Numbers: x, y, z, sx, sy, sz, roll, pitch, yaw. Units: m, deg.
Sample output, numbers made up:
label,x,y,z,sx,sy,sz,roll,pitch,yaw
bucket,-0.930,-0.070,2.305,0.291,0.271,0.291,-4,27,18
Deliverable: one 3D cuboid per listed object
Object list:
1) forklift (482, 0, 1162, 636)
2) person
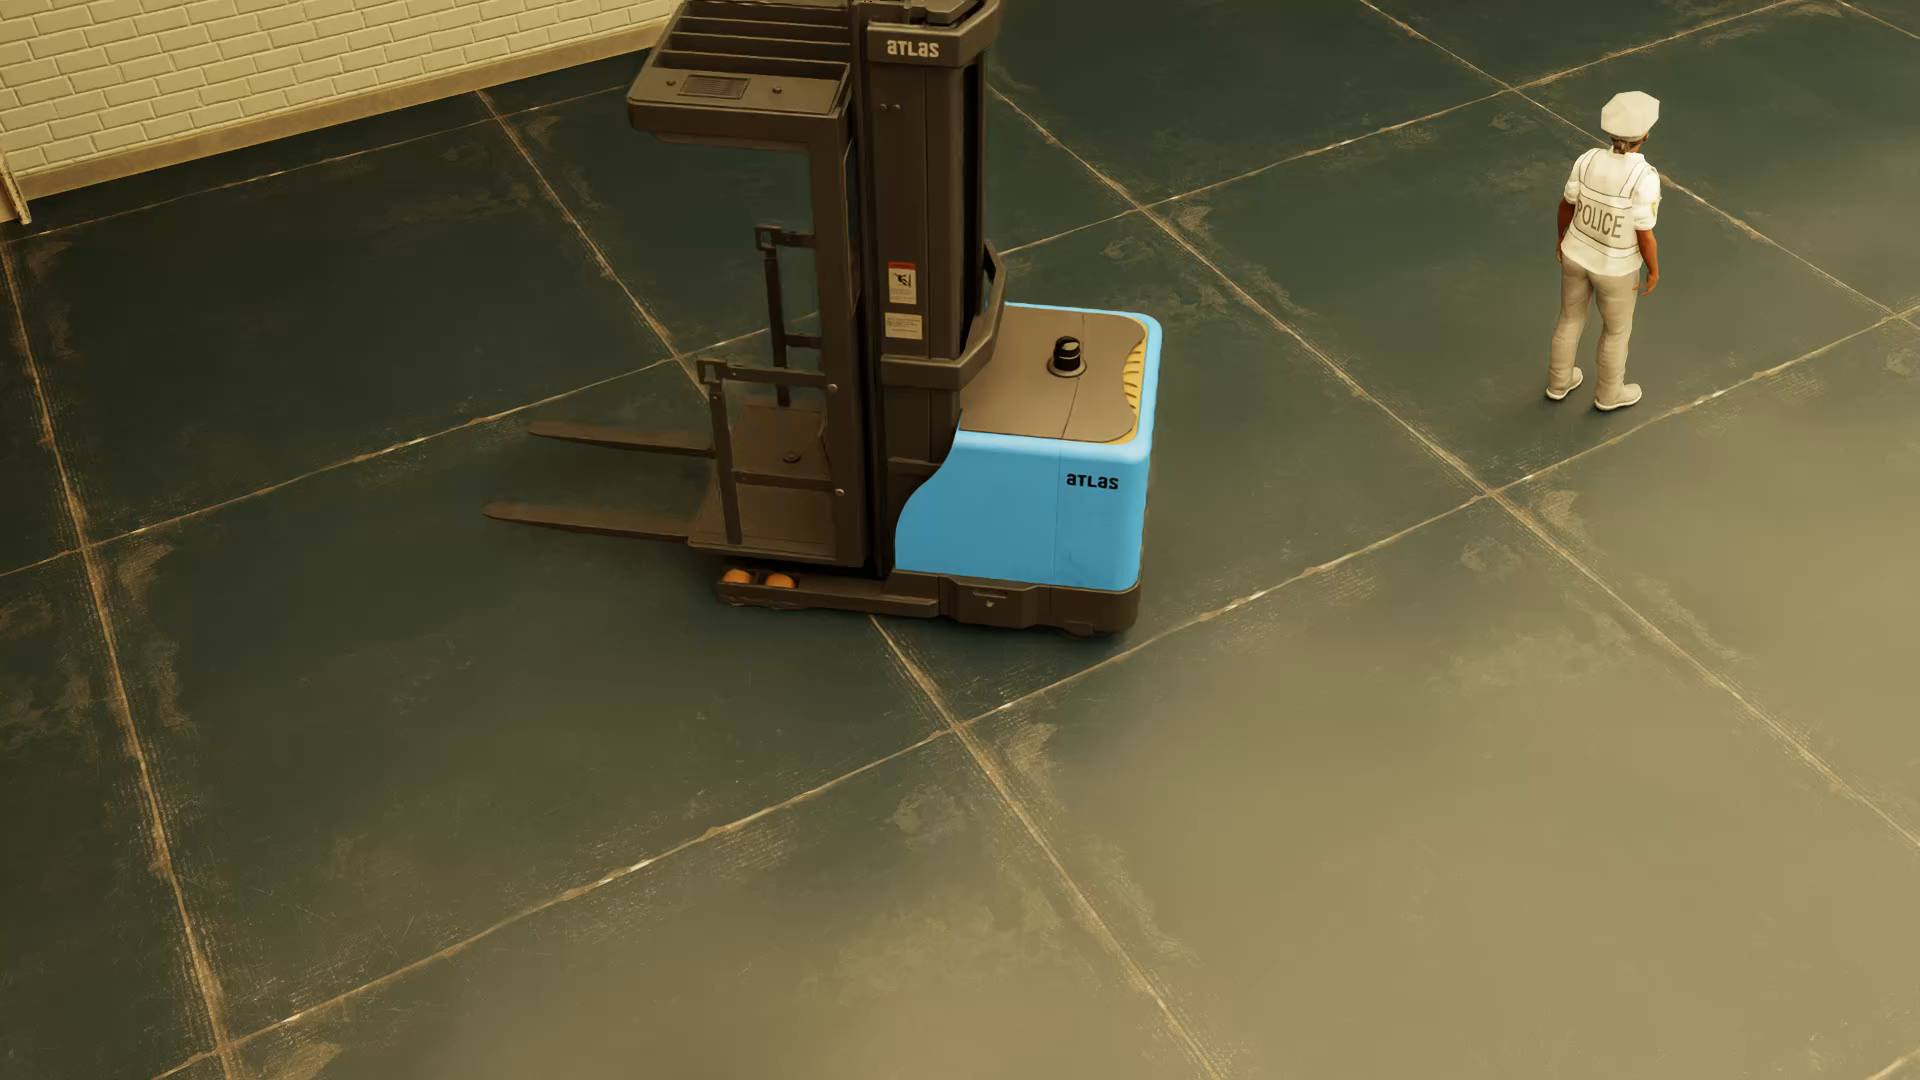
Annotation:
label,x,y,z,sx,sy,sz,roll,pitch,yaw
forklift,-0.657,-1.108,6.893,3.031,2.935,1.130,6,43,6
person,3.179,-1.394,8.099,0.529,1.694,0.569,-31,51,-29
